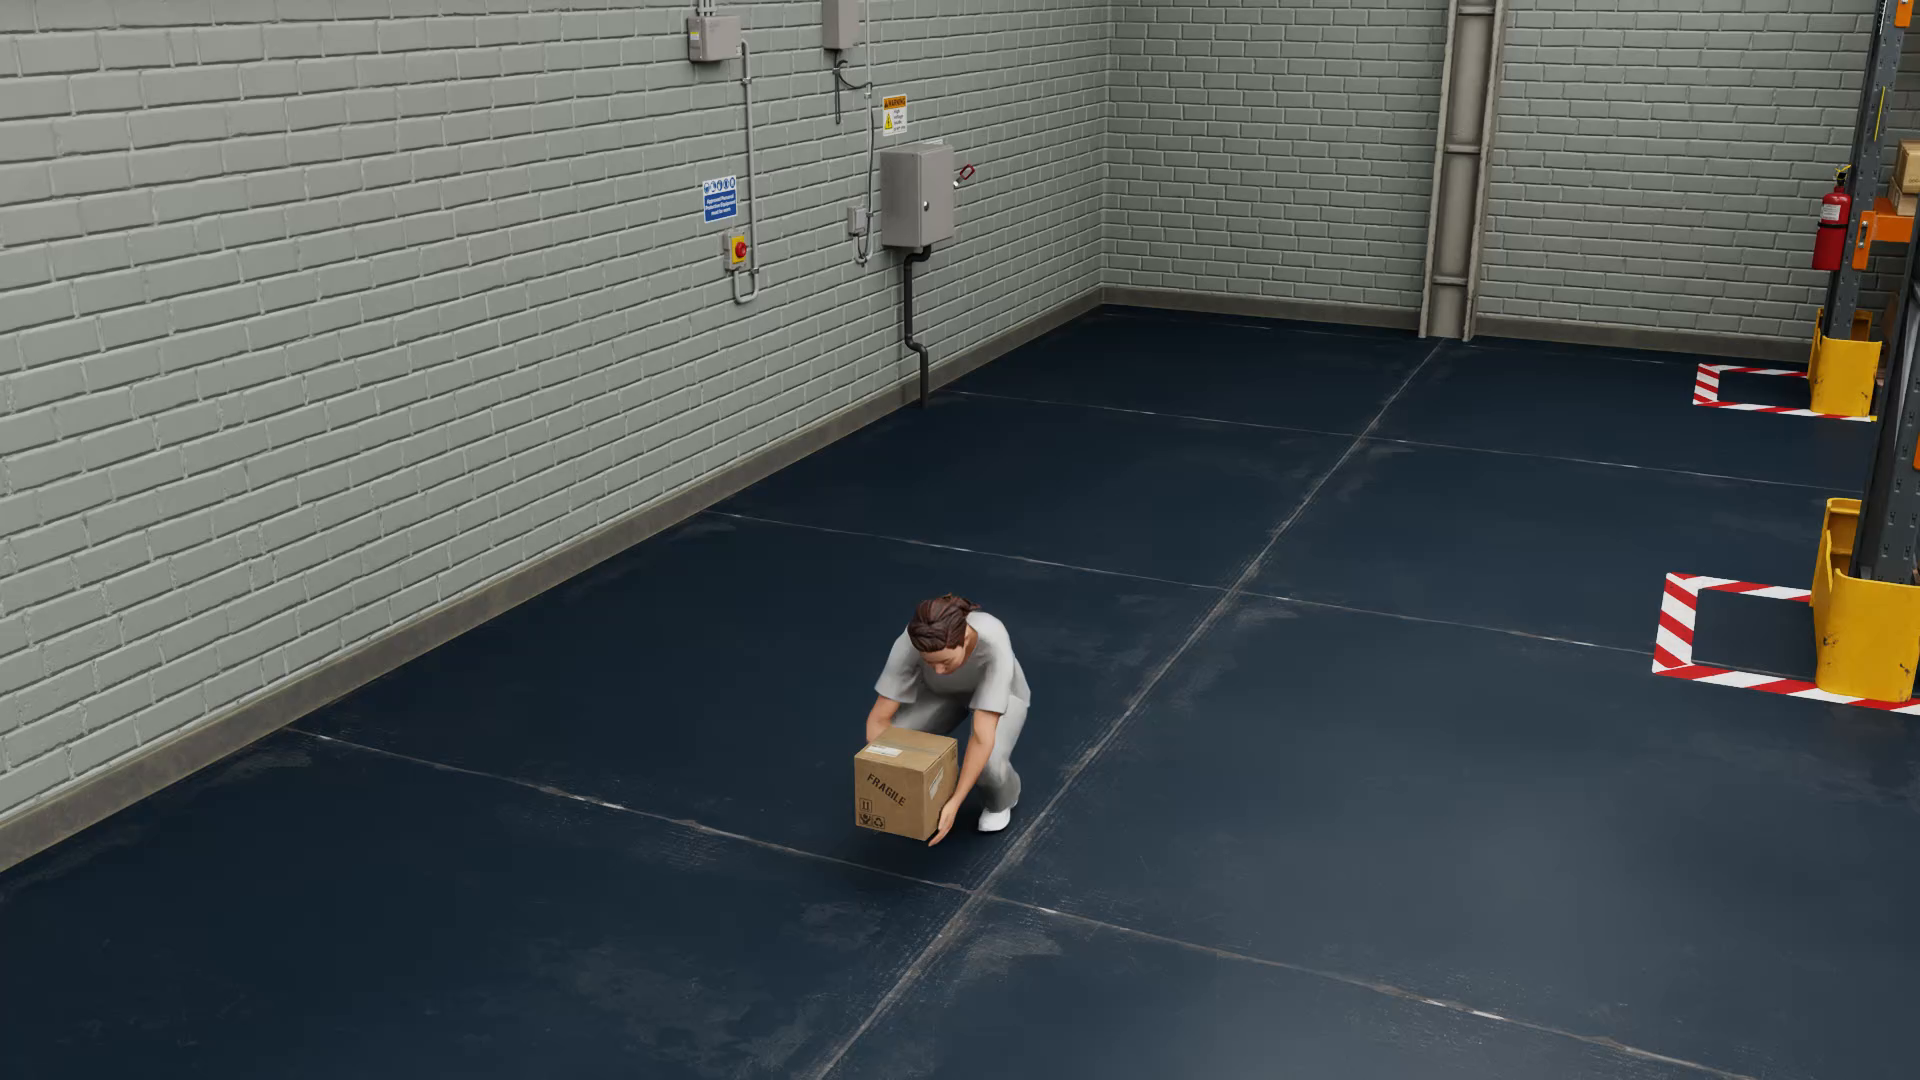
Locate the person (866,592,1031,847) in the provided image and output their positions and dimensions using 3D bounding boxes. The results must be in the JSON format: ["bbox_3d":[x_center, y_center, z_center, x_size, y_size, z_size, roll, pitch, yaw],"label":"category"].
[{"bbox_3d":[-0.022,0.558,5.603,0.477,0.933,0.804,8,21,23],"label":"person"}]
